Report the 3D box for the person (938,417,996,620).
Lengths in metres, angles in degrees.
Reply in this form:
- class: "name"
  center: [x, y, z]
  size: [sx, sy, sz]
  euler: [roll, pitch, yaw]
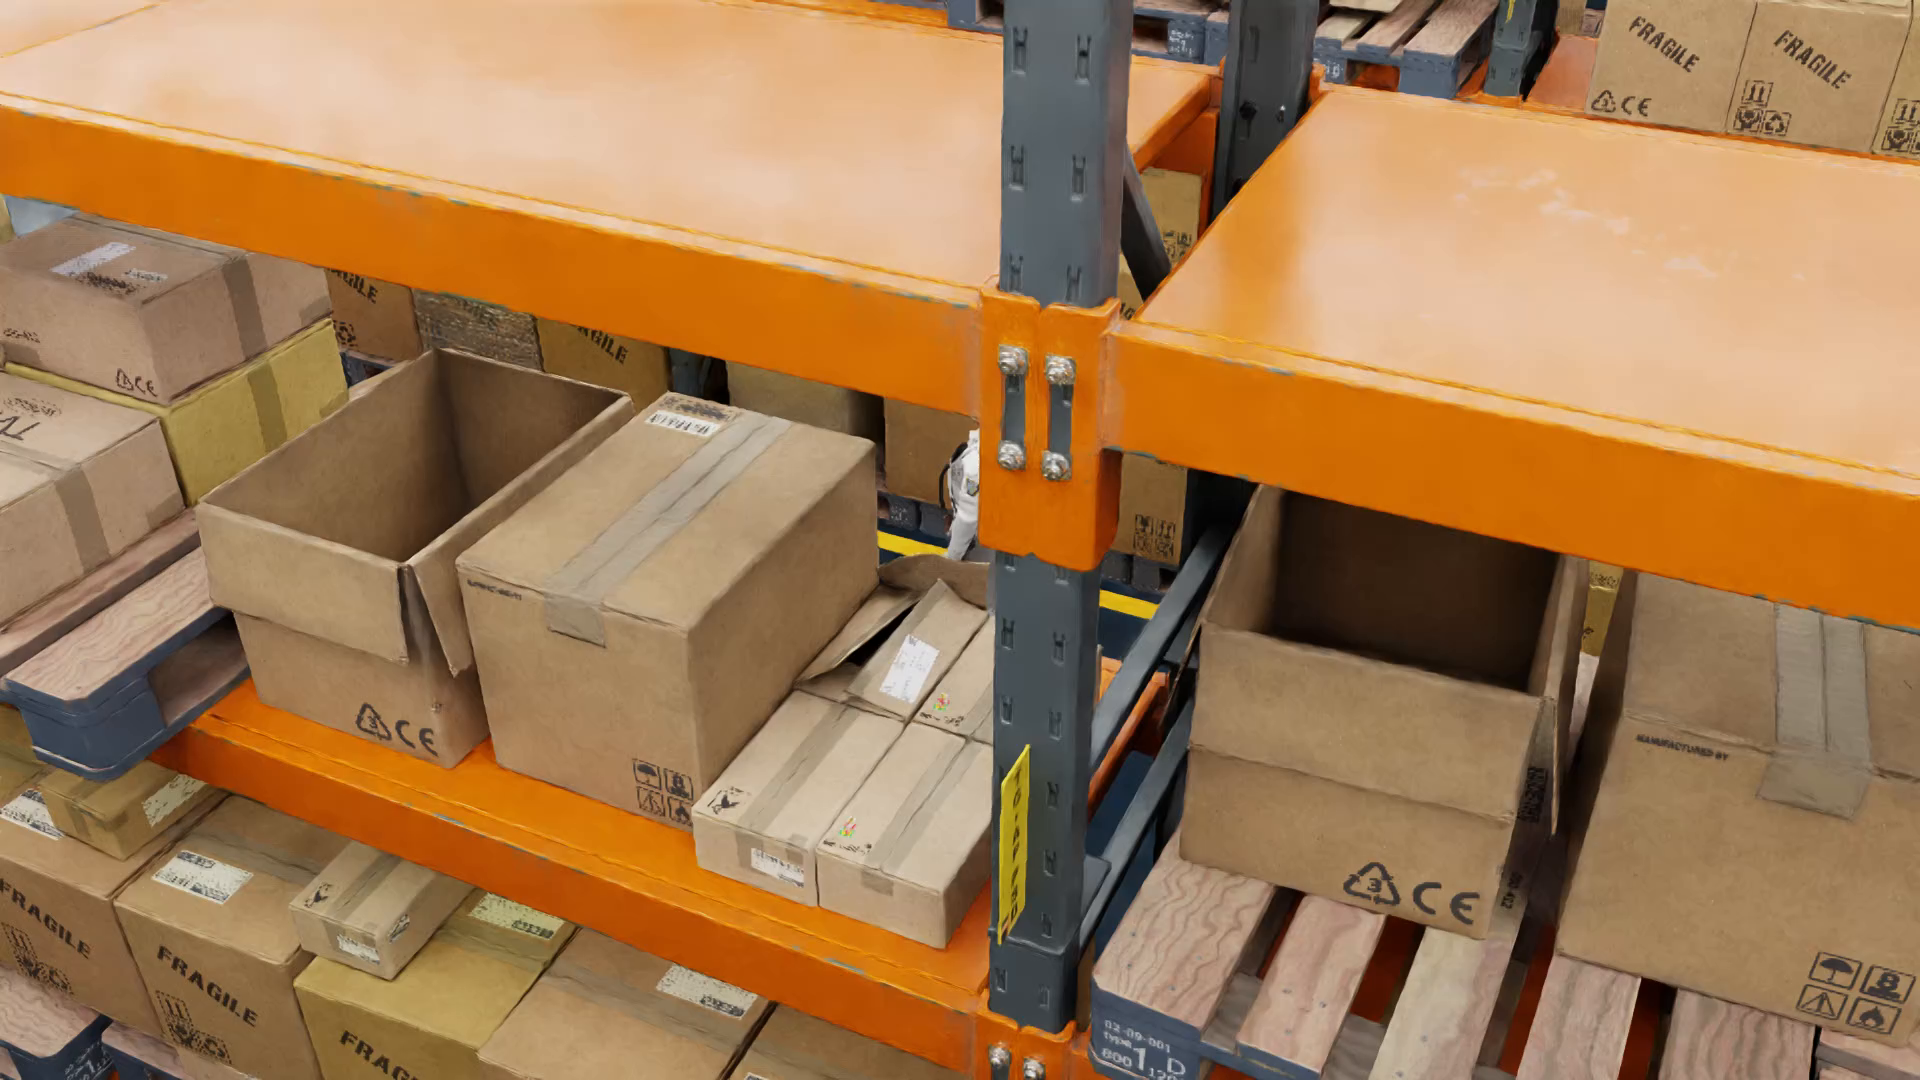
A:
- class: "person"
  center: [0.104, -0.019, 7.510]
  size: [0.441, 1.690, 0.473]
  euler: [15, 37, 21]
